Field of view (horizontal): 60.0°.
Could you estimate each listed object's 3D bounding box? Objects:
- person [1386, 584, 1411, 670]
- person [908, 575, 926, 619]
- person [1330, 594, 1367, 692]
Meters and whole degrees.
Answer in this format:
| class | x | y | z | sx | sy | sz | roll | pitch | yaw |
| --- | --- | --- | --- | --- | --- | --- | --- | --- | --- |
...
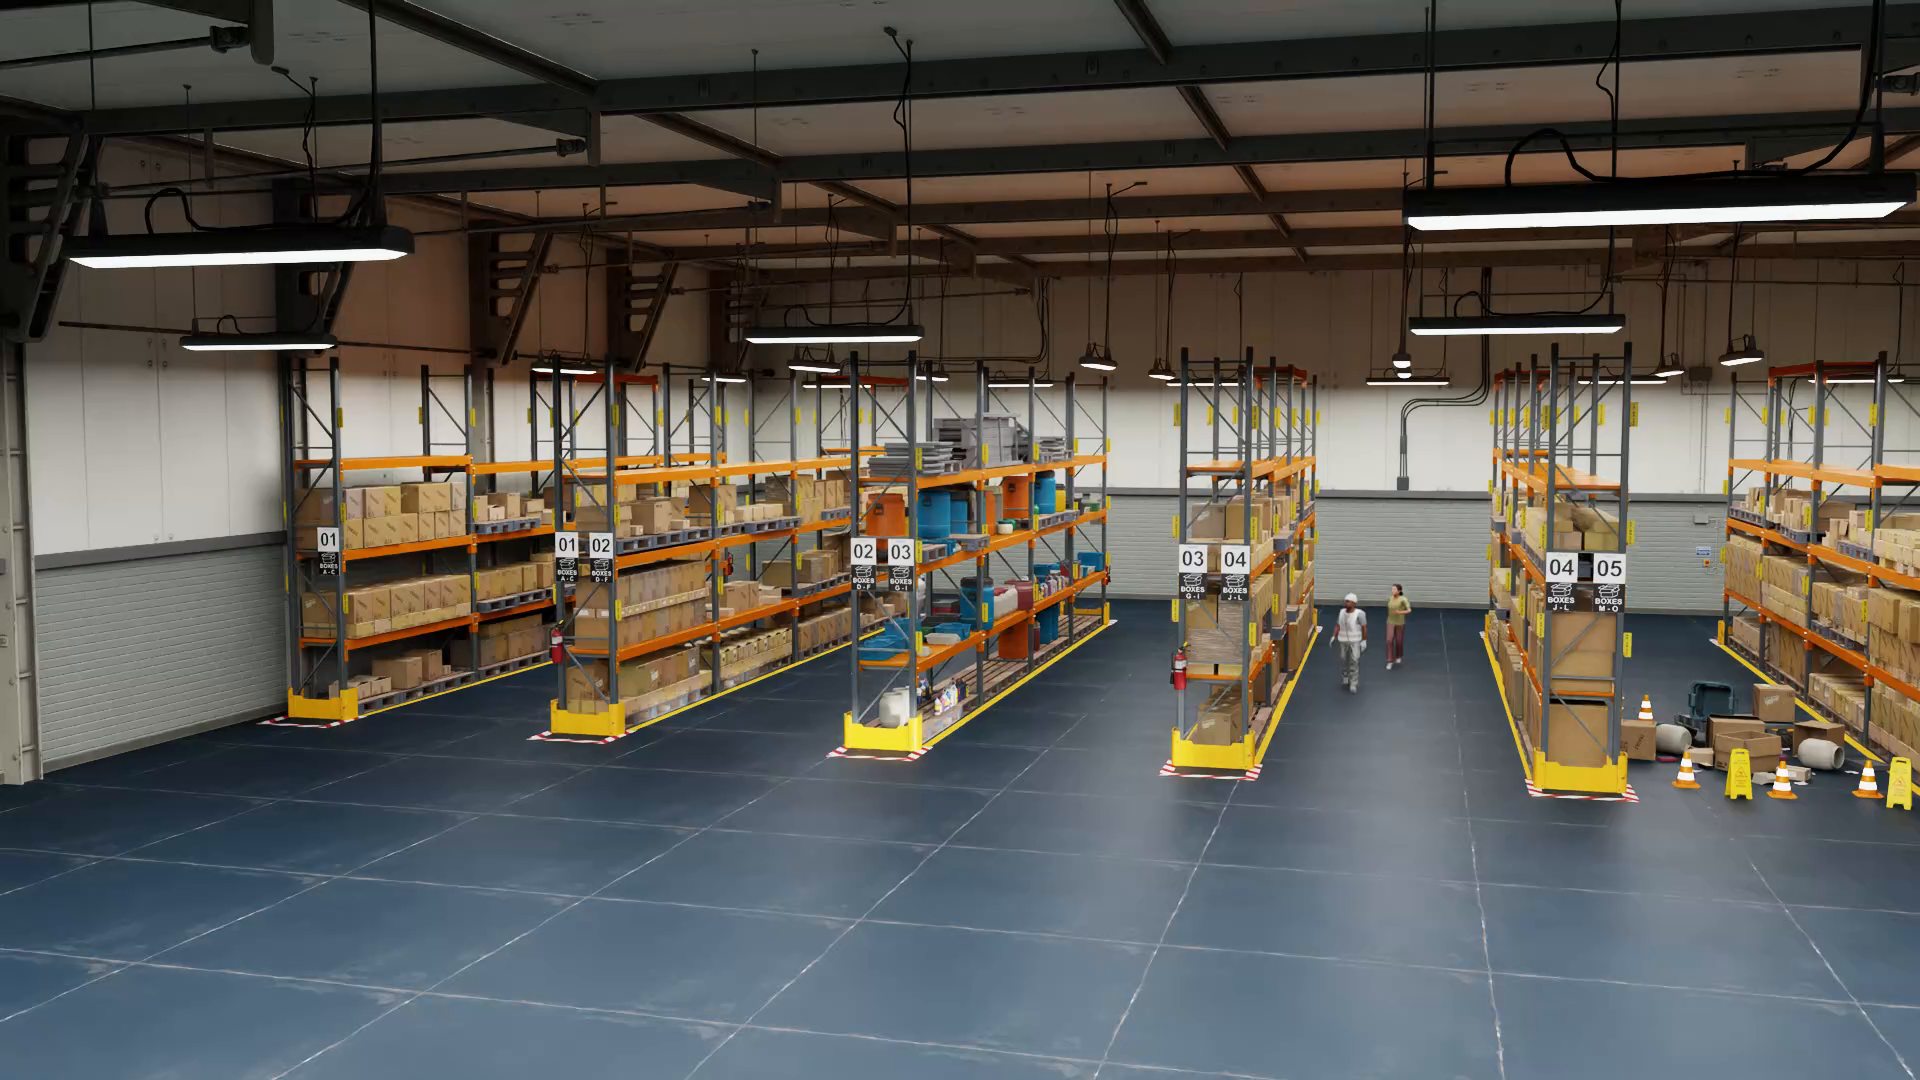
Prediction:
| class | x | y | z | sx | sy | sz | roll | pitch | yaw |
| --- | --- | --- | --- | --- | --- | --- | --- | --- | --- |
| person | 8.812 | 1.723 | 33.387 | 0.488 | 1.707 | 0.833 | 1 | 4 | 19 |
| person | -0.933 | 1.387 | 37.892 | 0.515 | 1.711 | 0.494 | 3 | 5 | 37 |
| person | 7.160 | 1.863 | 30.662 | 0.670 | 1.744 | 0.992 | 1 | 4 | 15 |
